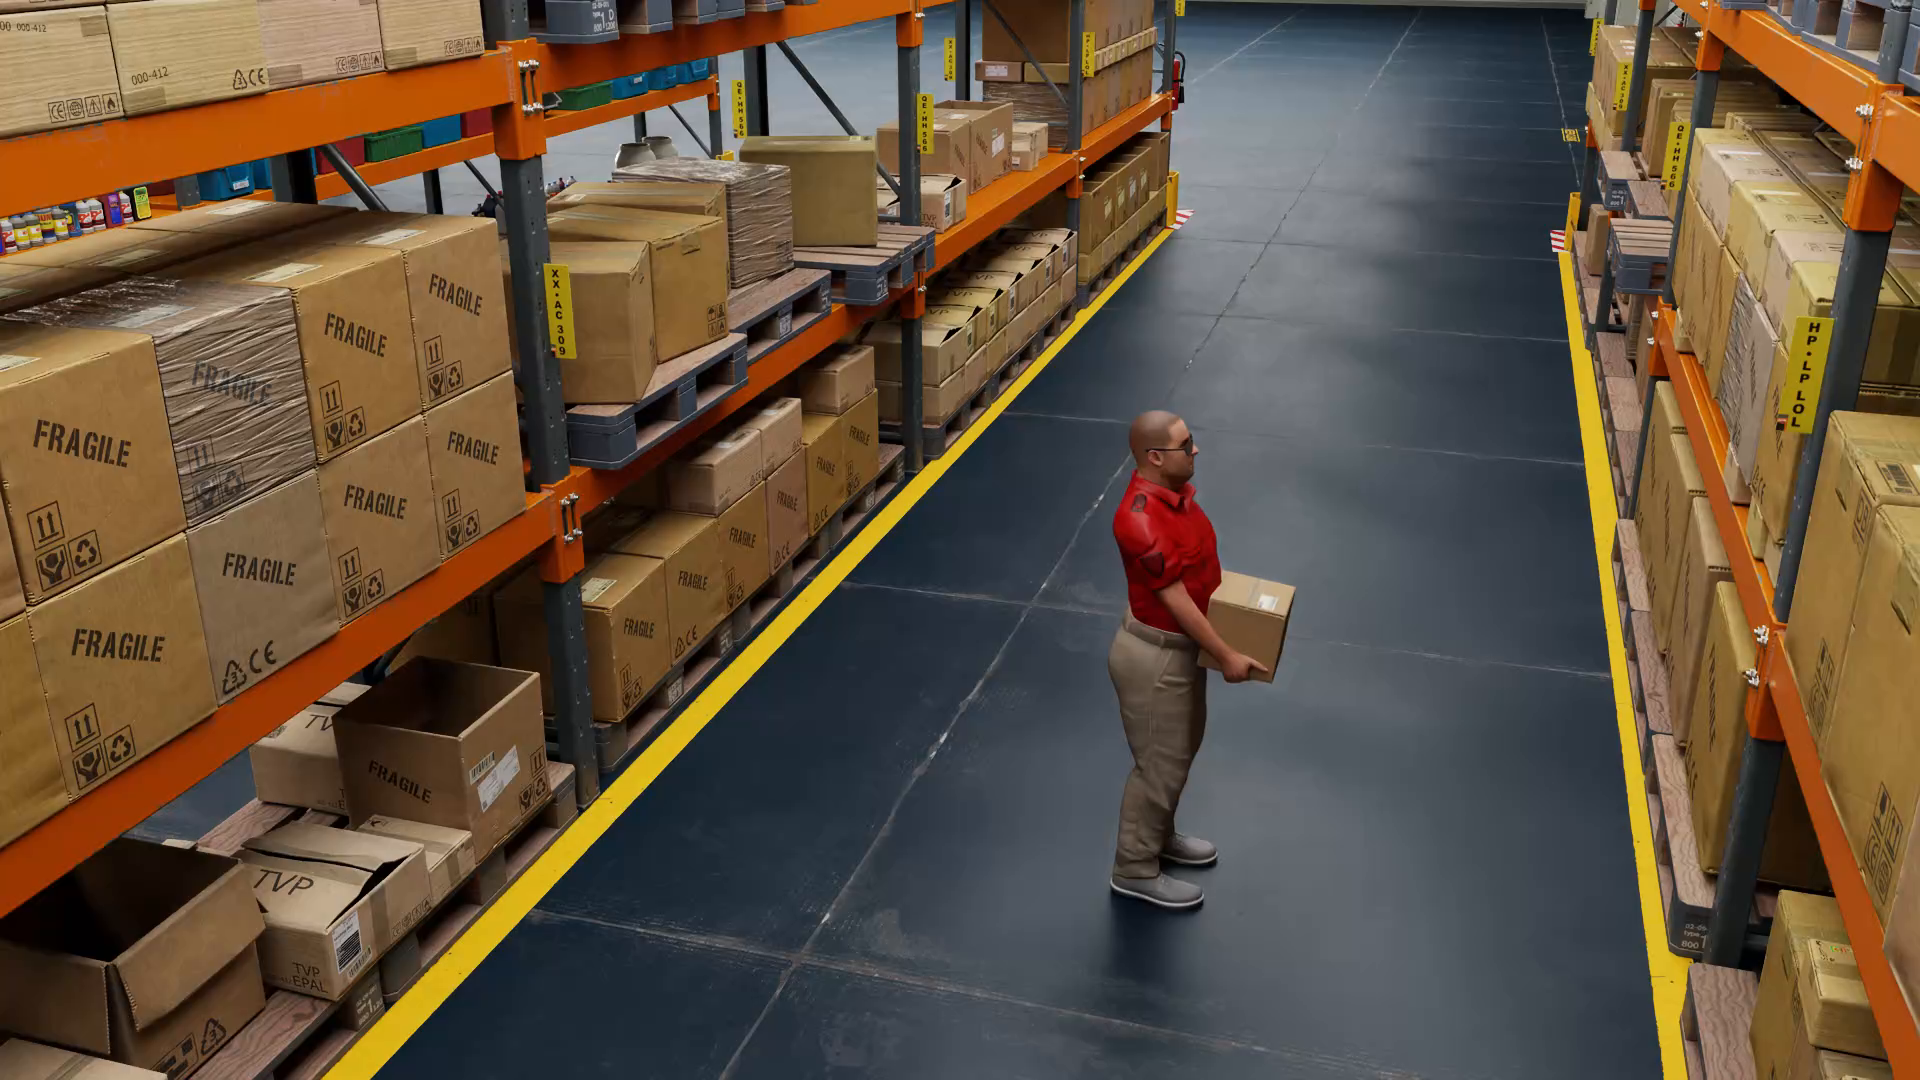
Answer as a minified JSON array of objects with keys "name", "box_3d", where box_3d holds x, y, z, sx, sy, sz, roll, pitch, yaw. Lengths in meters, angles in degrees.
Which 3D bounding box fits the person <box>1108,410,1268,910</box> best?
[{"name":"person","box_3d":[0.787,0.404,5.617,0.537,1.717,0.494,7,23,17]}]
